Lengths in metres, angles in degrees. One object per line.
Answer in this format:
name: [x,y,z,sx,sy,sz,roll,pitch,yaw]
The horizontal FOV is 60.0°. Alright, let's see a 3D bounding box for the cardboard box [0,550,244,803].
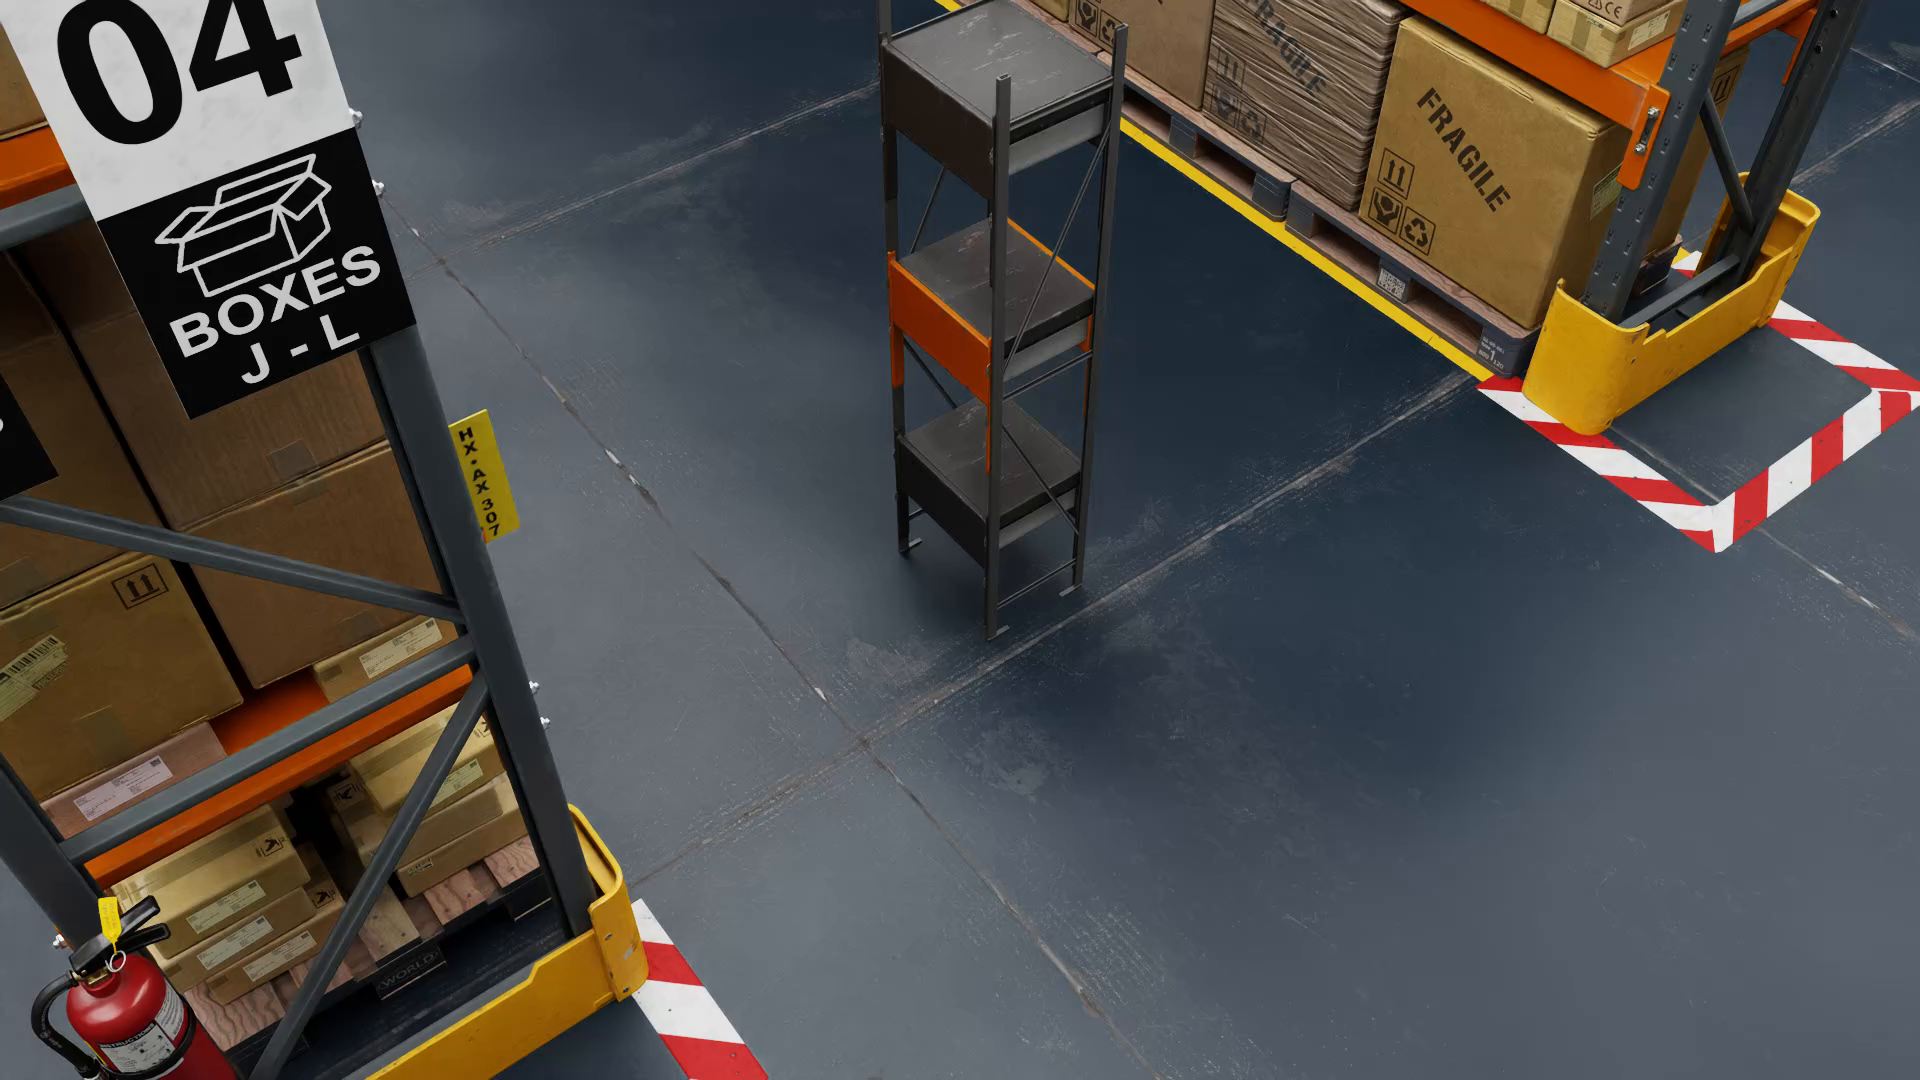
cardboard box: [-1.844,0.136,3.334,0.500,0.500,0.500,-28,54,-23]

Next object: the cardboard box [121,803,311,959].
cardboard box: [-1.889,0.837,4.206,0.380,0.149,0.250,-29,54,-24]

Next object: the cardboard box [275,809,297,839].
cardboard box: [-2.029,0.774,4.464,0.380,0.149,0.250,-31,55,-25]

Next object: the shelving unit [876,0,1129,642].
shelving unit: [0.100,-0.608,4.884,0.431,2.100,0.503,-29,54,-24]

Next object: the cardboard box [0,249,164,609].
cardboard box: [-1.842,-0.209,2.972,0.500,0.500,0.500,-30,55,-25]

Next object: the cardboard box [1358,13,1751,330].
cardboard box: [2.190,-1.516,6.250,0.875,0.875,0.875,-29,54,-24]

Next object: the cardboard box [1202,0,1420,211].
cardboard box: [1.639,-2.052,6.737,0.875,0.875,0.875,-29,54,-24]

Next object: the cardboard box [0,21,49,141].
cardboard box: [-1.435,-0.918,2.634,0.500,0.250,0.500,-28,53,-23]

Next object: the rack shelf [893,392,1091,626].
rack shelf: [0.100,-0.128,5.412,0.431,0.518,0.480,-29,54,-24]

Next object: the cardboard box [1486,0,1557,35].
cardboard box: [2.005,-1.877,5.597,0.380,0.149,0.250,-29,54,-24]

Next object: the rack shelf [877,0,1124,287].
rack shelf: [0.100,-1.069,4.375,0.431,0.518,0.480,-29,54,-24]

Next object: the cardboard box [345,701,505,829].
cardboard box: [-1.414,0.574,4.444,0.380,0.149,0.250,-32,55,-26]

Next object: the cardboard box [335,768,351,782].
cardboard box: [-1.601,0.524,4.690,0.380,0.149,0.250,-30,54,-24]

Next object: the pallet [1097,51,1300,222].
pallet: [1.361,-1.965,7.389,1.003,0.211,1.213,-29,54,-24]

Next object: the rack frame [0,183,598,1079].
rack frame: [-1.367,0.419,3.346,1.000,3.000,0.127,-29,54,-24]

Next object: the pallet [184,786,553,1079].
pallet: [-1.877,0.815,4.868,1.003,0.211,1.213,-29,54,-24]

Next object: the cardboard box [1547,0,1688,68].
cardboard box: [2.164,-1.725,5.458,0.380,0.149,0.250,-28,54,-23]

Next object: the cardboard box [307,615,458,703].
cardboard box: [-1.302,0.165,3.745,0.380,0.149,0.250,-30,54,-24]

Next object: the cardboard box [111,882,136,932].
cardboard box: [-2.088,0.912,4.539,0.380,0.149,0.250,-28,54,-23]

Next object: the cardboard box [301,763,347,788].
cardboard box: [-1.676,0.465,4.543,0.380,0.149,0.250,-28,54,-23]

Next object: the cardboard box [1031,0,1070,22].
cardboard box: [0.556,-3.108,7.693,0.875,0.875,0.875,-29,54,-24]

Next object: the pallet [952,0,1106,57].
pallet: [0.618,-2.685,8.042,1.003,0.211,1.213,-29,54,-24]

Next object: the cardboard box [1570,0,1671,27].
cardboard box: [2.137,-1.963,5.405,0.500,0.250,0.500,-30,55,-25]

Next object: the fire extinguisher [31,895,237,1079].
fire extinguisher: [-1.582,0.925,3.190,0.296,0.674,0.183,-29,54,-24]

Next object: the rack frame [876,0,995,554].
rack frame: [-0.048,-0.752,5.014,0.400,2.100,0.015,-29,54,-24]

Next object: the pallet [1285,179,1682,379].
pallet: [2.095,-1.247,6.738,1.003,0.211,1.213,-29,54,-24]

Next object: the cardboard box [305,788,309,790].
cardboard box: [-1.809,0.522,4.893,0.380,0.149,0.250,-29,54,-24]

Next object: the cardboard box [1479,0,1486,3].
cardboard box: [1.853,-2.026,5.732,0.380,0.149,0.250,-29,54,-24]

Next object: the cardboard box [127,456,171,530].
cardboard box: [-1.763,-0.408,3.827,0.500,0.500,0.500,-29,54,-24]

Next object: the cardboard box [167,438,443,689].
cardboard box: [-1.419,-0.104,3.551,0.500,0.500,0.500,-27,53,-22]

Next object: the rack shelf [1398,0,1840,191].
rack shelf: [1.431,-2.684,6.645,1.077,0.370,4.000,-29,54,-24]

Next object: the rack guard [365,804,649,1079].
rack guard: [-1.413,1.213,4.313,1.175,0.500,0.348,-29,54,-24]

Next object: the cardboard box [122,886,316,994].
cardboard box: [-1.914,0.952,4.302,0.380,0.149,0.250,-31,55,-25]

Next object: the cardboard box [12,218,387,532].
cardboard box: [-1.428,-0.435,3.176,0.500,0.500,0.500,-30,54,-24]

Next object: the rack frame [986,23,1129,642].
rack frame: [0.248,-0.464,4.753,0.400,2.100,0.015,-29,54,-24]

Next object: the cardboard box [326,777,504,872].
cardboard box: [-1.480,0.711,4.521,0.380,0.149,0.250,-27,53,-23]

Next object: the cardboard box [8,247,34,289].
cardboard box: [-1.738,-0.729,3.443,0.500,0.500,0.500,-28,54,-23]

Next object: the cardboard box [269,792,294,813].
cardboard box: [-1.996,0.663,4.364,0.380,0.149,0.250,-28,54,-23]

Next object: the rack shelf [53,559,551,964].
rack shelf: [-2.578,-0.519,4.681,1.077,0.370,4.000,-29,54,-24]

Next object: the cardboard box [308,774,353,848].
cardboard box: [-1.653,0.665,4.763,0.380,0.149,0.250,-30,54,-24]

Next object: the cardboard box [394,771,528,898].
cardboard box: [-1.429,0.783,4.657,0.380,0.149,0.250,-28,54,-23]

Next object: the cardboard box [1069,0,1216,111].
cardboard box: [1.101,-2.577,7.212,0.875,0.875,0.875,-29,54,-24]

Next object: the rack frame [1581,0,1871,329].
rack frame: [2.642,-1.747,5.309,1.000,3.000,0.127,-29,54,-24]

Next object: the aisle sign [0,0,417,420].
aisle sign: [-1.084,-0.546,2.466,0.394,0.787,0.004,-29,54,-24]

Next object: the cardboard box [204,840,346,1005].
cardboard box: [-1.852,1.018,4.443,0.380,0.149,0.250,-29,54,-23]

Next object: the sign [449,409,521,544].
sign: [-0.935,-0.116,3.246,0.100,0.325,0.005,-29,54,-24]

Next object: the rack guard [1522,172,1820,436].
rack guard: [2.656,-0.893,6.222,1.175,0.500,0.348,-29,54,-24]

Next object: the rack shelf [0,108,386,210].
rack shelf: [-2.578,-1.527,3.570,1.077,0.370,4.000,-29,54,-24]

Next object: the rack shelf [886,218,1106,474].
rack shelf: [0.100,-0.598,4.894,0.431,0.518,0.480,-29,54,-24]

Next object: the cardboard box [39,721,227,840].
cardboard box: [-1.789,0.437,3.498,0.380,0.149,0.250,-29,54,-24]

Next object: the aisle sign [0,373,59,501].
aisle sign: [-1.562,-0.277,2.222,0.394,0.787,0.004,-29,54,-24]
